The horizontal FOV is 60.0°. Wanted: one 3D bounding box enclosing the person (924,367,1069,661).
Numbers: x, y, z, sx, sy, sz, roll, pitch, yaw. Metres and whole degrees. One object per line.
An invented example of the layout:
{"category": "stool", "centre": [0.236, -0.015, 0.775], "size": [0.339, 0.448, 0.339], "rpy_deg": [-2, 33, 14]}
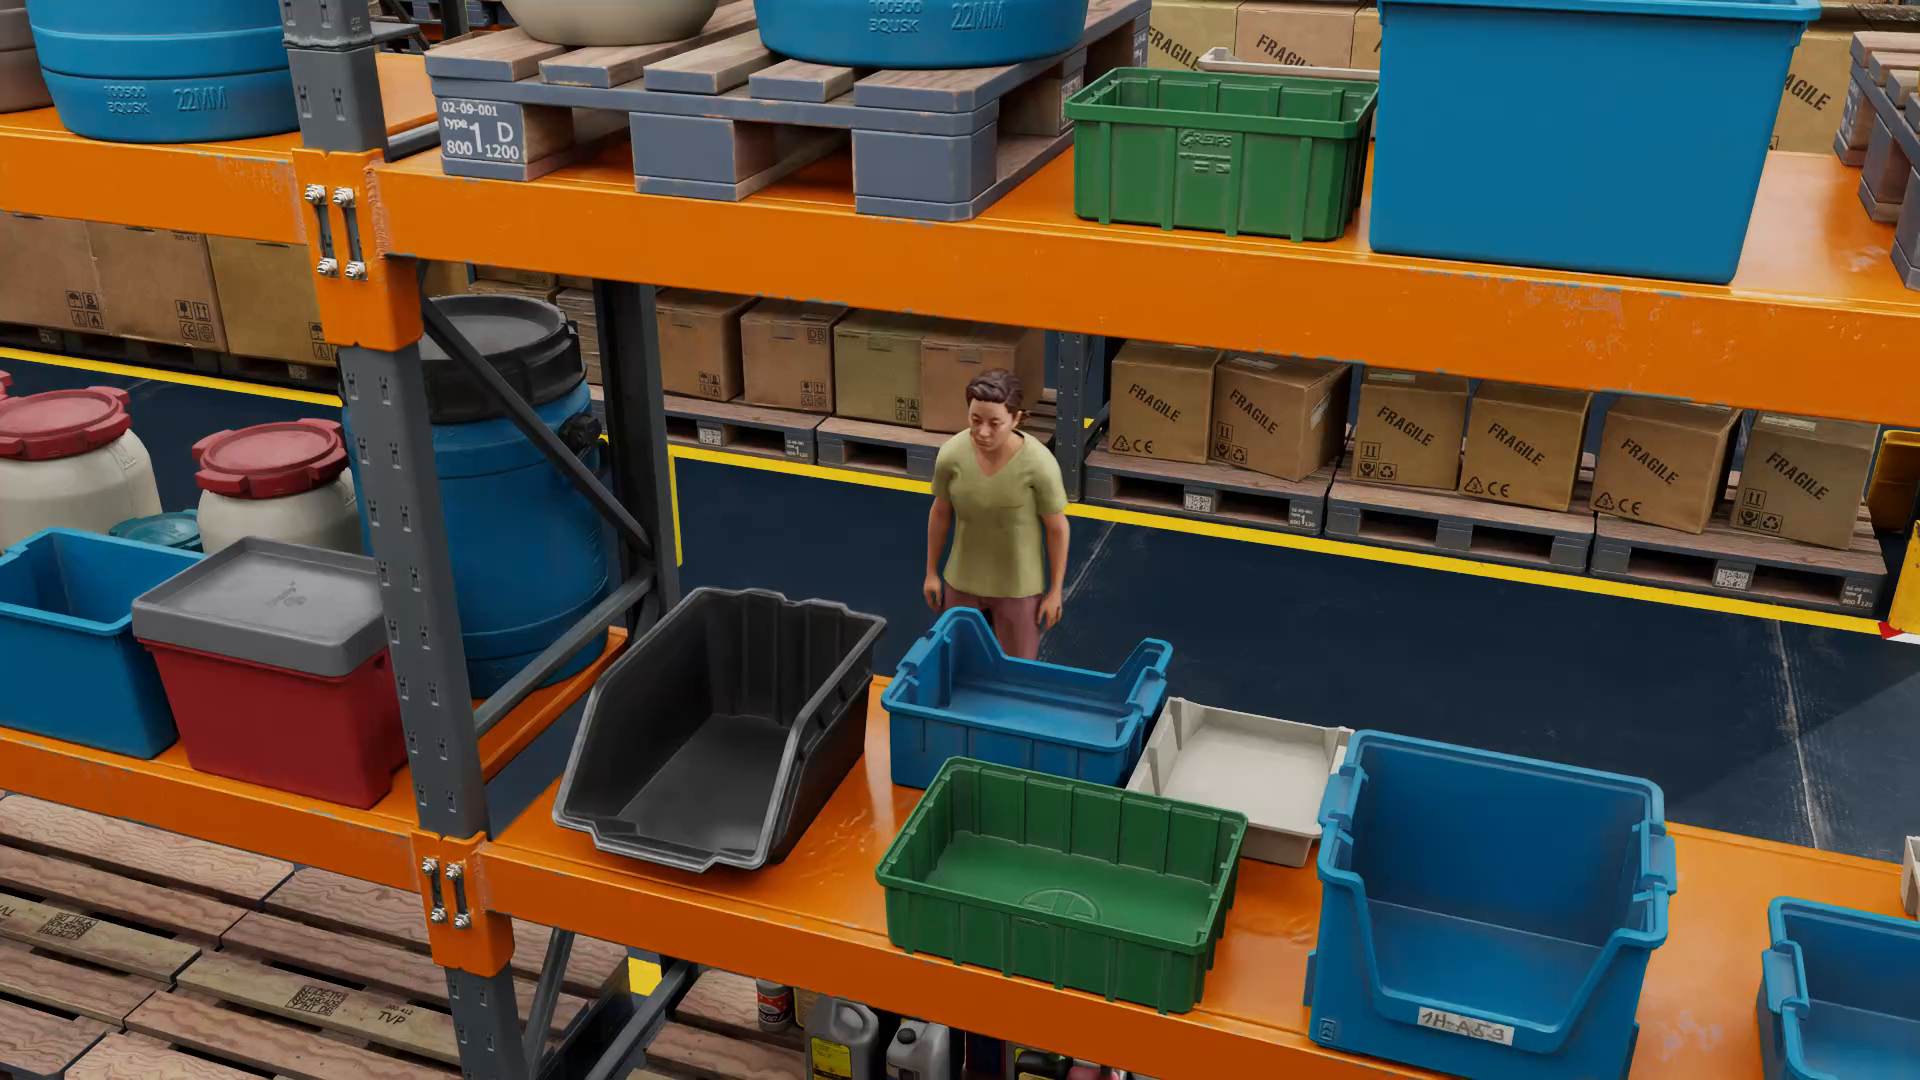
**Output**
{"category": "person", "centre": [0.105, 0.192, 5.715], "size": [0.502, 1.673, 0.405], "rpy_deg": [8, 27, 17]}
